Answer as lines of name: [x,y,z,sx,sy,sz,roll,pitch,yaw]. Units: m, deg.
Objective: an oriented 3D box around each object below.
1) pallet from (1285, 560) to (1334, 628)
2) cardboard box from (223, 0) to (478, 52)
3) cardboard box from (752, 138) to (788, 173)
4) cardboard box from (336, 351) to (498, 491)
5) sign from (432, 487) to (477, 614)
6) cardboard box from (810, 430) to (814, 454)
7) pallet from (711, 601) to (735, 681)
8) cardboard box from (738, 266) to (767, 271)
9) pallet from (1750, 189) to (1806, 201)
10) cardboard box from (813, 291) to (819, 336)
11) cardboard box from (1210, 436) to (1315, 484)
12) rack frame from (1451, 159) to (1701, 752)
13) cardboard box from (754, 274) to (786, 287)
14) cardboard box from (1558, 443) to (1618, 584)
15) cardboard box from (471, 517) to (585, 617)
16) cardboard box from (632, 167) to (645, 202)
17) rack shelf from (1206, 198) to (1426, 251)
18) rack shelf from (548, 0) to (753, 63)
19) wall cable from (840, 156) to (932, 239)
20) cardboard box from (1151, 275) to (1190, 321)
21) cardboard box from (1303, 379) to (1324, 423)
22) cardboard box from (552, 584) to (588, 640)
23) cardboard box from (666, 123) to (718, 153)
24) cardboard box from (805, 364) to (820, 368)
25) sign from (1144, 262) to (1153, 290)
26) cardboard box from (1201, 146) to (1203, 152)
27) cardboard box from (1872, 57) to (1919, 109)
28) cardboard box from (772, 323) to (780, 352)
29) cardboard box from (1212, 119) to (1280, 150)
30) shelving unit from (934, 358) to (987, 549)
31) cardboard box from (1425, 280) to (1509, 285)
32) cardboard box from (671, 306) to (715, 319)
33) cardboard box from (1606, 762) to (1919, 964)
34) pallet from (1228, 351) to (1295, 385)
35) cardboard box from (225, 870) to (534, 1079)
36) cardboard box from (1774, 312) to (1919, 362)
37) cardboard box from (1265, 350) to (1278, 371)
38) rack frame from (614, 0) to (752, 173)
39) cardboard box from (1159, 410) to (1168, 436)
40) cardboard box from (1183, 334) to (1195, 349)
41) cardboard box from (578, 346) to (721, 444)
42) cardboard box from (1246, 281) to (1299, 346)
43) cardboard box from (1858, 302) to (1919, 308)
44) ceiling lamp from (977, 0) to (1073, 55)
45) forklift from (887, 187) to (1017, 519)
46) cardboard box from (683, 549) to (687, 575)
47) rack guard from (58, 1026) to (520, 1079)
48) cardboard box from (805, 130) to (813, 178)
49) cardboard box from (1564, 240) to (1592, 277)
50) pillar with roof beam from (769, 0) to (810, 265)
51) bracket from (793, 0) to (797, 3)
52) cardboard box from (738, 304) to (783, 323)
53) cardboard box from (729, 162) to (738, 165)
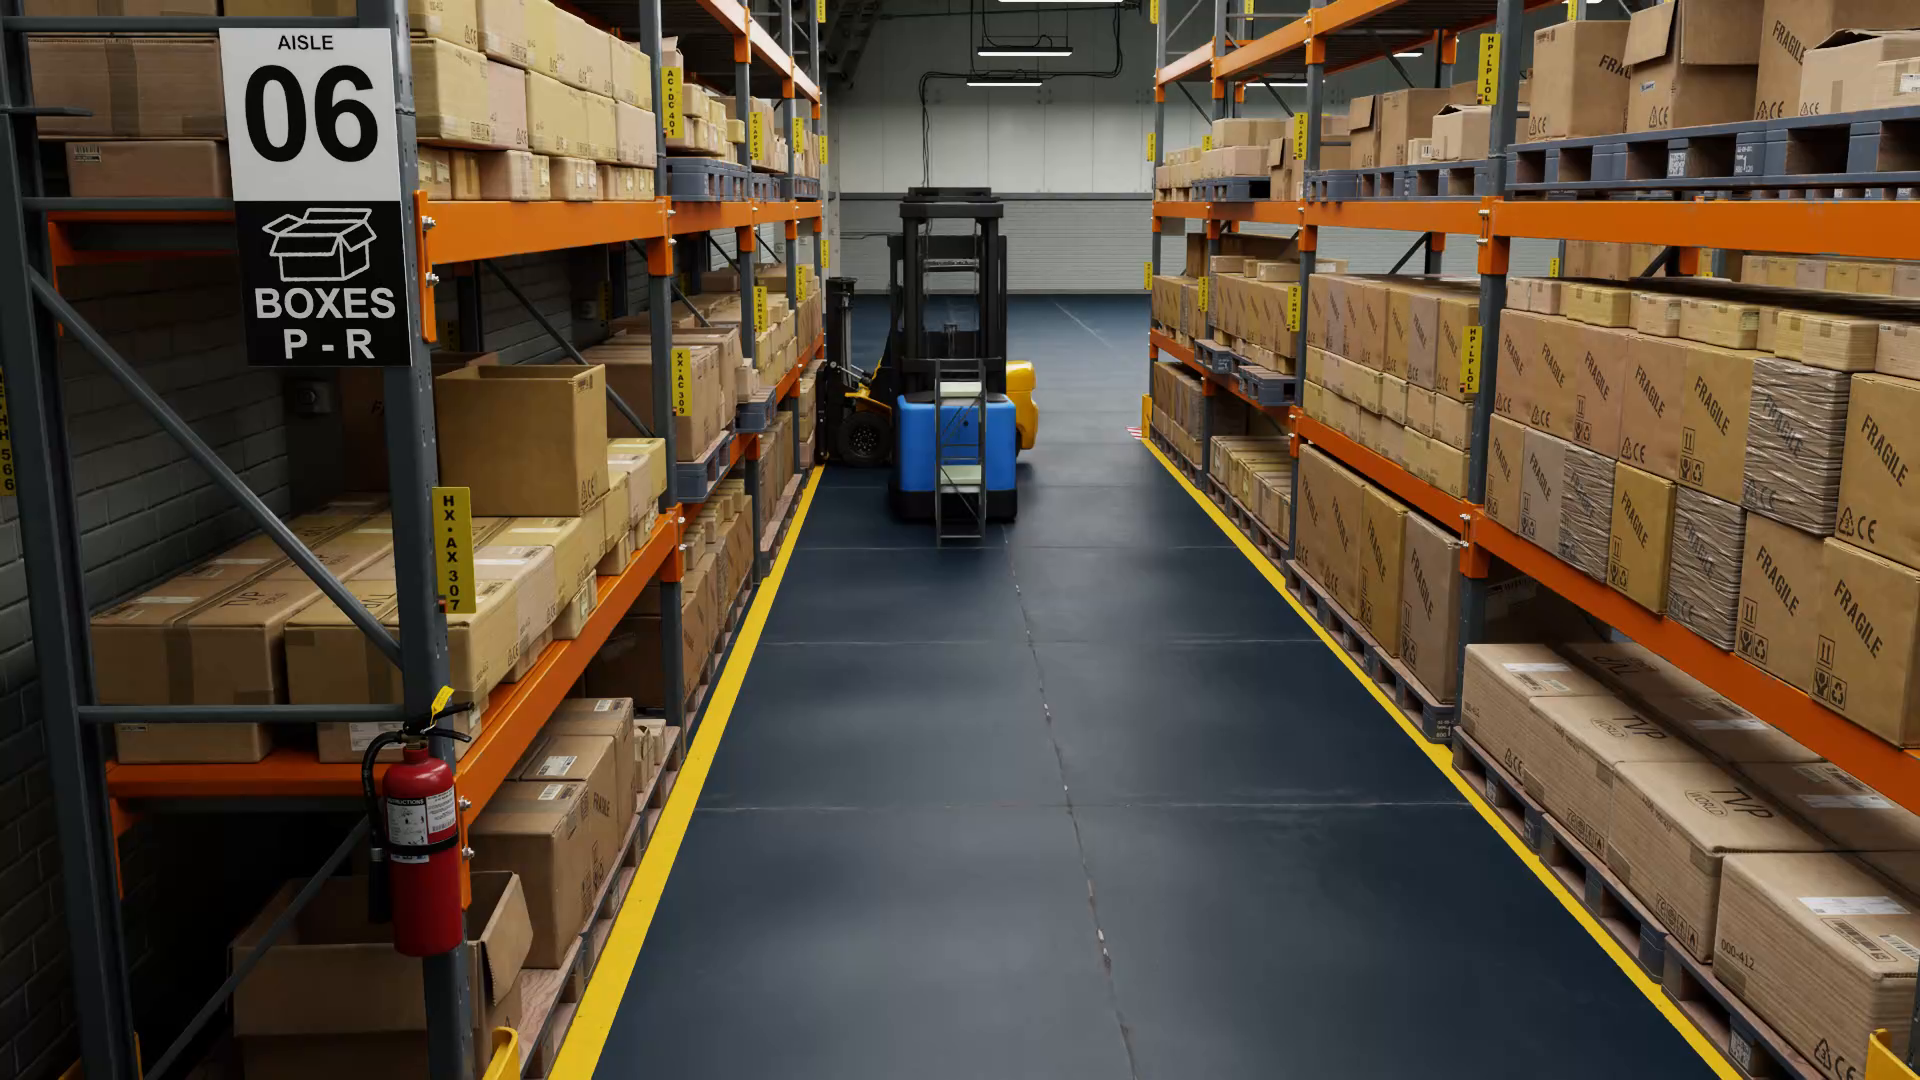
pallet: [2.915,0.367,11.722,1.003,0.211,1.213,0,11,-1]
cardboard box: [-1.582,-1.422,4.353,0.500,0.250,0.500,0,11,-2]
cardboard box: [-1.813,-3.469,14.988,0.500,0.311,0.500,-1,11,-3]
cardboard box: [-2.142,-0.484,6.641,0.500,0.500,0.500,-1,11,-3]
sign: [-1.281,0.028,4.201,0.100,0.325,0.005,0,11,-1]
cardboard box: [-1.776,-0.988,17.243,0.500,0.250,0.500,0,11,-2]
pallet: [-1.989,0.621,10.467,1.003,0.211,1.213,0,11,-1]
cardboard box: [-2.349,-2.965,18.499,0.380,0.149,0.250,0,11,1]
pallet: [7.906,-3.187,15.160,0.805,0.209,1.217,-1,11,-3]
cardboard box: [-1.880,-2.575,18.957,0.500,0.500,0.500,0,11,1]
cardboard box: [2.904,-0.766,15.843,0.950,0.372,0.625,0,11,0]
rack frame: [3.056,-0.362,8.299,1.000,3.000,0.127,0,11,-1]
cardboard box: [-1.895,-2.560,16.502,0.380,0.149,0.250,0,11,0]
cardboard box: [2.814,-0.118,6.843,0.500,0.500,0.500,0,11,-1]
cardboard box: [-1.588,0.090,5.701,0.500,0.250,0.500,0,11,-2]
cardboard box: [-1.602,-1.569,7.335,0.380,0.149,0.250,0,11,-1]
rack shelf: [2.932,-2.672,13.951,1.077,0.370,4.000,0,11,-1]
rack shelf: [-1.948,-3.130,9.669,1.077,0.370,4.000,0,11,-1]
wall cable: [-2.400,-10.557,51.273,3.097,2.526,0.112,0,11,-1]
cardboard box: [2.541,-2.847,19.548,0.500,0.500,0.500,0,11,-2]
cardboard box: [2.732,-0.985,11.749,0.500,0.250,0.500,0,11,-2]
cardboard box: [-1.533,0.255,5.891,0.380,0.149,0.250,-1,11,-3]
cardboard box: [-1.508,-2.156,8.921,0.380,0.149,0.250,0,11,0]
cardboard box: [-1.816,-1.883,19.140,0.500,0.250,0.500,0,11,0]
sign: [2.266,-3.169,19.960,0.100,0.325,0.005,0,11,-1]
cardboard box: [2.584,-3.803,16.344,0.380,0.149,0.250,-1,11,-3]
cardboard box: [2.951,-1.341,4.903,0.380,0.149,0.250,-1,12,-6]
cardboard box: [-1.792,-1.702,14.023,0.500,0.250,0.500,0,11,0]
cardboard box: [2.523,-3.583,14.694,0.500,0.250,0.500,0,11,-2]
shelving unit: [0.000,-0.736,13.917,0.431,1.500,0.755,0,11,-1]
cardboard box: [3.268,-1.394,10.618,0.500,0.500,0.500,0,11,-1]
cardboard box: [-2.249,-1.872,13.858,0.380,0.149,0.250,0,11,0]
cardboard box: [2.998,1.170,6.134,0.875,0.438,0.875,0,11,0]
pallet: [2.892,-1.456,14.176,1.003,0.211,1.213,0,11,-1]
cardboard box: [-1.742,1.350,5.083,0.797,0.503,0.637,-1,11,-3]
cardboard box: [2.848,-0.646,5.301,0.380,0.149,0.250,0,11,0]
cardboard box: [2.604,-1.407,13.025,0.380,0.149,0.250,0,11,-2]
rack frame: [-1.989,-4.076,11.518,1.000,3.000,0.127,0,11,-1]
cardboard box: [2.551,-1.343,18.992,0.500,0.250,0.500,0,11,1]
cardboard box: [2.555,-2.094,17.467,0.380,0.149,0.250,0,11,-2]
cardboard box: [-1.703,-0.796,9.129,0.700,0.500,0.500,0,11,-1]
cardboard box: [2.653,-1.850,13.578,0.500,0.500,0.500,-1,12,-5]
cardboard box: [3.396,-0.753,5.831,0.380,0.149,0.250,0,11,-1]
ceiling lamp: [1.356,-11.789,34.854,2.000,3.185,0.800,0,11,-1]
forklift: [-0.127,-1.864,15.877,1.130,2.935,3.031,-1,12,-4]
cardboard box: [-1.767,0.128,9.483,0.380,0.149,0.250,0,11,-2]
rack guard: [-1.825,1.664,4.598,1.175,0.500,0.348,0,11,-1]
cardboard box: [-1.980,-4.209,18.158,0.700,0.500,0.500,0,11,-1]
cardboard box: [7.724,-3.317,19.770,0.875,0.550,0.550,0,11,-1]
pillar with roof beam: [1.015,-7.927,30.501,9.100,9.000,0.548,0,11,-1]
bracket: [-2.872,-9.080,27.132,0.076,0.066,4.783,0,11,-1]
cardboard box: [-1.704,-1.925,14.119,0.380,0.149,0.250,-1,11,-3]
cardboard box: [-1.724,-2.332,10.840,0.500,0.250,0.500,0,11,-1]
